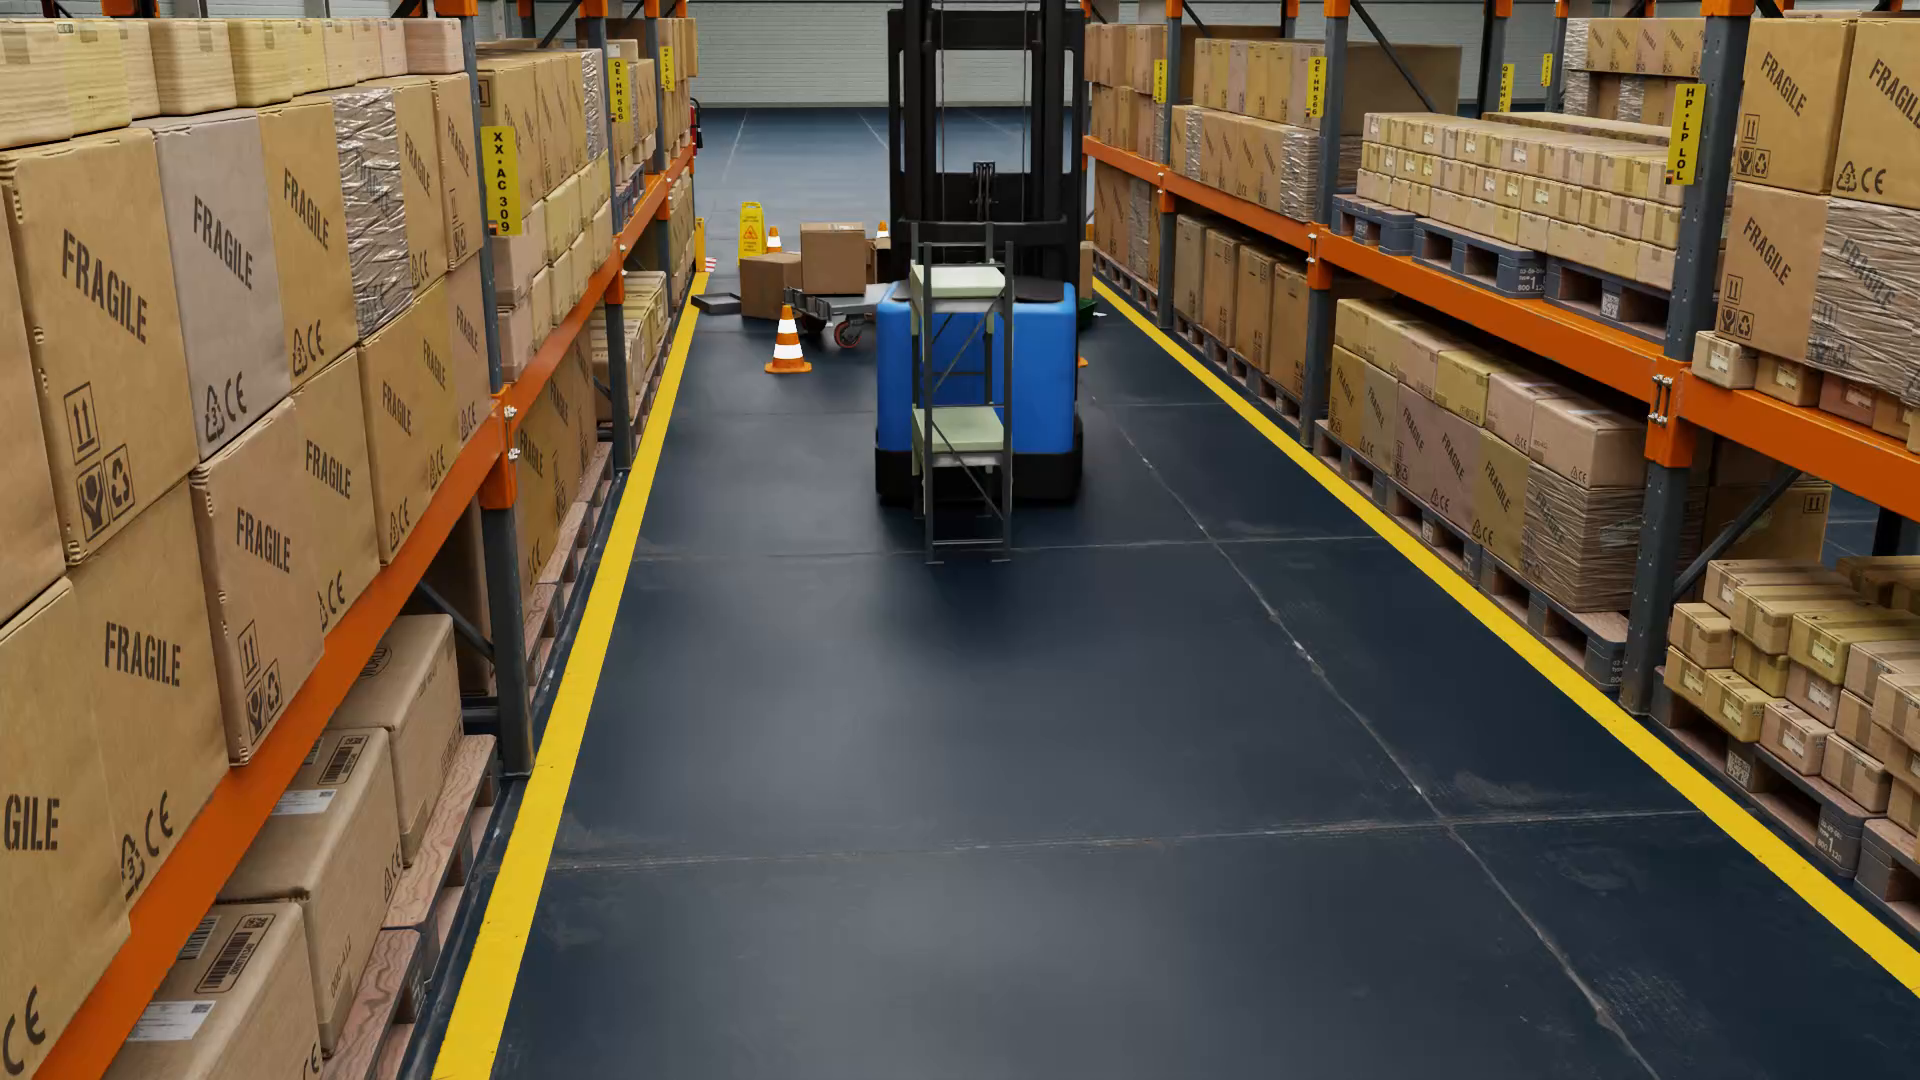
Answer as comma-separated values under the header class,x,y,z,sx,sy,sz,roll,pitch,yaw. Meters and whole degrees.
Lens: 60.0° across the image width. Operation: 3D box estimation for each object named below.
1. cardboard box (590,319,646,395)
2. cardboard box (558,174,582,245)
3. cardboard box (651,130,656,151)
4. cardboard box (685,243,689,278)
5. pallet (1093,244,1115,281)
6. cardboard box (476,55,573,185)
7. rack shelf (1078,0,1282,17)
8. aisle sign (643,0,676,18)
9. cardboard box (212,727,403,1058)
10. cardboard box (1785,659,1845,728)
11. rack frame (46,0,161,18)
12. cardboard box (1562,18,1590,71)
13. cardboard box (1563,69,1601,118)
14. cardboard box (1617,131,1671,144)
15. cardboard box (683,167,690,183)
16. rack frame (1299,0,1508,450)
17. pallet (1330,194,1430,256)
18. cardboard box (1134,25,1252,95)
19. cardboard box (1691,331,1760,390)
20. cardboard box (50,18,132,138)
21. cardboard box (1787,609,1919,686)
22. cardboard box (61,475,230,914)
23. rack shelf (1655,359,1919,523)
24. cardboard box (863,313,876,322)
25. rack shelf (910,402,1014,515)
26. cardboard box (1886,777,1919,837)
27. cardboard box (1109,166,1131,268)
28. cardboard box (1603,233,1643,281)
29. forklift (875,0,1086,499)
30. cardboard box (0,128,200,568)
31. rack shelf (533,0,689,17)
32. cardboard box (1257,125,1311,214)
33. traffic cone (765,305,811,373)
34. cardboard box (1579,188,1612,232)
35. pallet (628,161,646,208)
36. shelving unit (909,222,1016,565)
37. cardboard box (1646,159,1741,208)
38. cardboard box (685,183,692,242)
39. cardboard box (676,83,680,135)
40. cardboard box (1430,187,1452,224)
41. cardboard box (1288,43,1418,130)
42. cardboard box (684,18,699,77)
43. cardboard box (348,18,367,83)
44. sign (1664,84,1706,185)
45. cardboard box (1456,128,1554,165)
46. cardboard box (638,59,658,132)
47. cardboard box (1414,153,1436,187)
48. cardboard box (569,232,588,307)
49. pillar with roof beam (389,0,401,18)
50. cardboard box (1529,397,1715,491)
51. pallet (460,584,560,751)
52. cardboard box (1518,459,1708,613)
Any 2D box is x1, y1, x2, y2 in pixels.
class,x,y,z,sx,sy,sz,roll,pitch,yaw
cardboard box,-2.498,-1.155,10.535,0.950,0.372,0.625,-2,18,-7
cardboard box,-1.880,-1.392,7.017,0.500,0.250,0.500,-2,18,-7
cardboard box,-2.451,-2.948,12.277,0.380,0.149,0.250,-2,17,-5
cardboard box,-2.735,-2.549,15.179,0.500,0.250,0.500,-2,18,-8
pallet,1.883,-2.820,16.809,1.003,0.211,1.213,-2,18,-6
cardboard box,-1.902,-1.747,6.899,0.500,0.500,0.500,-2,18,-7
rack shelf,1.929,-4.879,14.903,1.077,0.370,4.000,-2,18,-6
aisle sign,-2.909,-5.471,16.257,0.394,0.787,0.004,-2,18,-6
cardboard box,-1.902,0.851,4.036,0.875,0.438,0.875,-2,18,-7
cardboard box,2.855,0.468,5.239,0.380,0.149,0.250,-2,18,-6
rack frame,-8.128,-4.049,16.067,1.000,3.000,0.127,-2,18,-6
cardboard box,6.452,-5.004,16.776,0.500,0.500,0.500,-2,18,-6
cardboard box,6.696,-4.535,16.950,0.875,0.500,0.500,-2,18,-6
cardboard box,3.211,-1.773,7.541,0.380,0.149,0.250,-1,17,-4
cardboard box,-2.744,-3.422,15.622,0.380,0.149,0.250,-1,17,-4
rack frame,2.547,-2.003,9.550,1.000,3.000,0.127,-2,18,-6
pallet,2.727,-1.703,8.913,1.213,0.211,1.003,-2,18,-6
cardboard box,1.959,-4.053,14.026,0.875,0.550,0.550,-2,18,-6
cardboard box,2.664,-0.597,5.491,0.380,0.149,0.250,-1,17,-4
cardboard box,-1.358,-0.620,2.225,0.380,0.149,0.250,-2,18,-7
cardboard box,2.834,0.331,5.179,0.380,0.149,0.250,-2,18,-6
cardboard box,-1.384,0.214,2.321,0.500,0.500,0.500,-2,18,-6
rack shelf,3.166,0.128,3.964,1.077,0.370,4.000,-2,18,-6
cardboard box,-0.728,-2.017,14.157,0.396,0.266,0.258,16,24,42
rack shelf,-0.001,-0.407,8.056,0.431,0.370,0.720,-2,18,-6
cardboard box,2.921,0.772,4.770,0.380,0.149,0.250,-3,18,-8
cardboard box,1.951,-3.111,15.926,0.875,0.875,0.875,-2,18,-7
cardboard box,2.695,-1.082,6.333,0.380,0.149,0.250,-2,18,-5
forklift,0.160,-2.004,9.668,1.130,2.935,3.031,1,17,3
cardboard box,-1.367,-0.267,2.184,0.500,0.500,0.500,-2,18,-7
rack shelf,-2.985,-4.696,14.320,1.077,0.370,4.000,-2,18,-6
cardboard box,2.184,-2.326,10.410,0.500,0.500,0.500,-2,18,-6
traffic cone,-1.258,-1.475,12.104,0.336,0.463,0.334,-2,18,-6
cardboard box,2.672,-1.299,6.528,0.380,0.149,0.250,-1,17,-3
pallet,-2.611,-2.317,10.870,1.003,0.211,1.213,-2,18,-6
shelving unit,-0.001,-0.718,7.959,0.431,1.500,0.755,-2,18,-6
cardboard box,2.724,-1.289,6.002,0.380,0.149,0.250,-1,17,-3
cardboard box,-2.792,-3.064,15.566,0.500,0.500,0.500,-1,17,-4
cardboard box,-2.732,-3.790,14.578,0.500,0.500,0.500,-2,17,-5
cardboard box,2.508,-1.624,8.061,0.380,0.149,0.250,-1,17,-4
cardboard box,2.458,-2.813,10.292,0.700,0.500,0.500,-2,18,-6
cardboard box,-2.721,-4.425,14.932,0.700,0.500,0.500,-2,18,-6
cardboard box,-1.626,-1.149,3.911,0.380,0.149,0.250,-2,18,-6
sign,2.408,-1.346,5.523,0.100,0.325,0.005,-2,18,-6
cardboard box,2.540,-1.832,7.731,0.380,0.149,0.250,-1,17,-4
cardboard box,-2.502,-3.271,12.225,0.500,0.500,0.500,-2,18,-7
cardboard box,2.485,-1.840,8.252,0.380,0.149,0.250,-2,18,-5
cardboard box,-1.870,-1.153,7.091,0.500,0.250,0.500,-2,18,-7
pillar with roof beam,-6.527,-12.172,31.925,9.100,9.000,0.400,-2,18,-6
cardboard box,2.632,-0.391,6.635,0.500,0.250,0.500,-2,18,-7
pallet,-2.108,0.474,6.314,1.003,0.211,1.213,-2,18,-6
cardboard box,2.633,-0.032,6.743,0.500,0.500,0.500,-2,18,-7
